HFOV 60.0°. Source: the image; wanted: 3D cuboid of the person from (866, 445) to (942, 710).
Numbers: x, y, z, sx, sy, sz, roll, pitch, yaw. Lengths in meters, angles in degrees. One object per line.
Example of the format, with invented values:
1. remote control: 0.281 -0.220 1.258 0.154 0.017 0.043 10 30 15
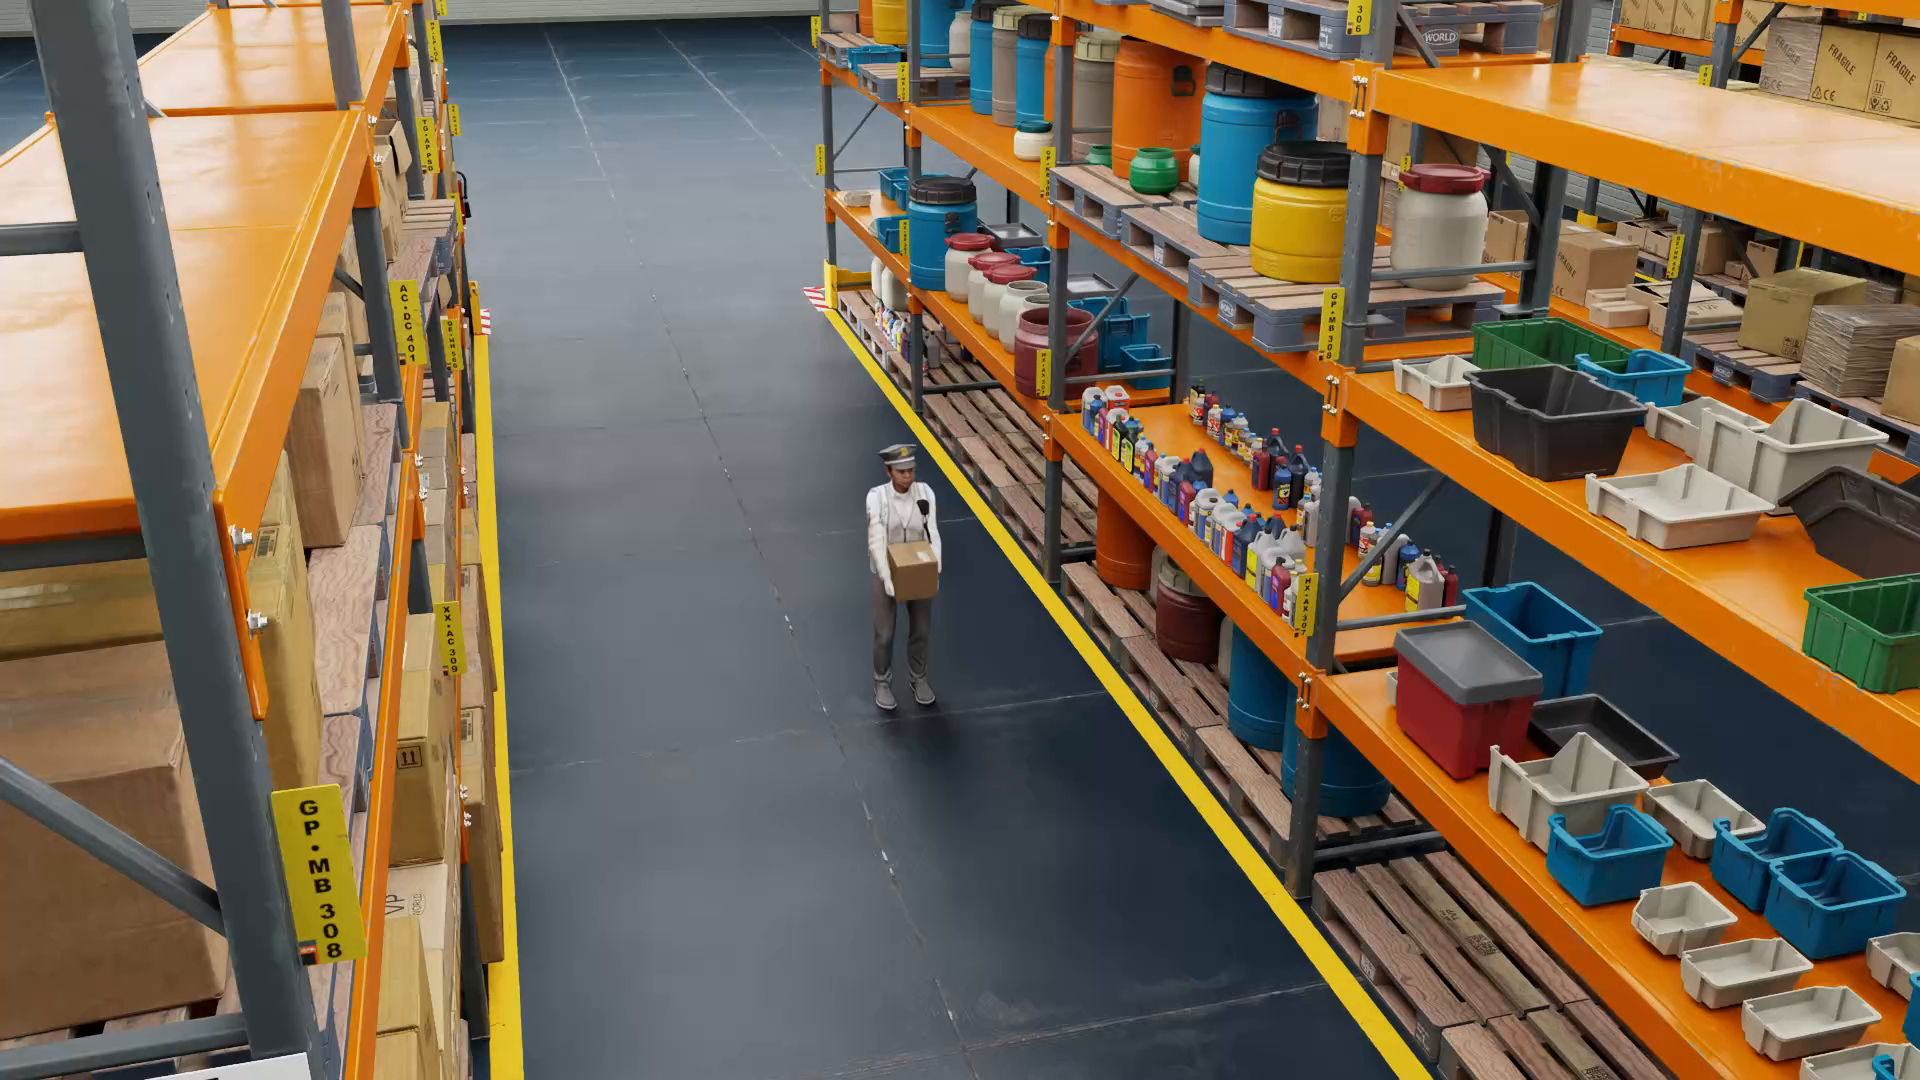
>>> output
1. person: -0.332 0.239 10.054 0.434 1.691 0.515 -7 24 -15
